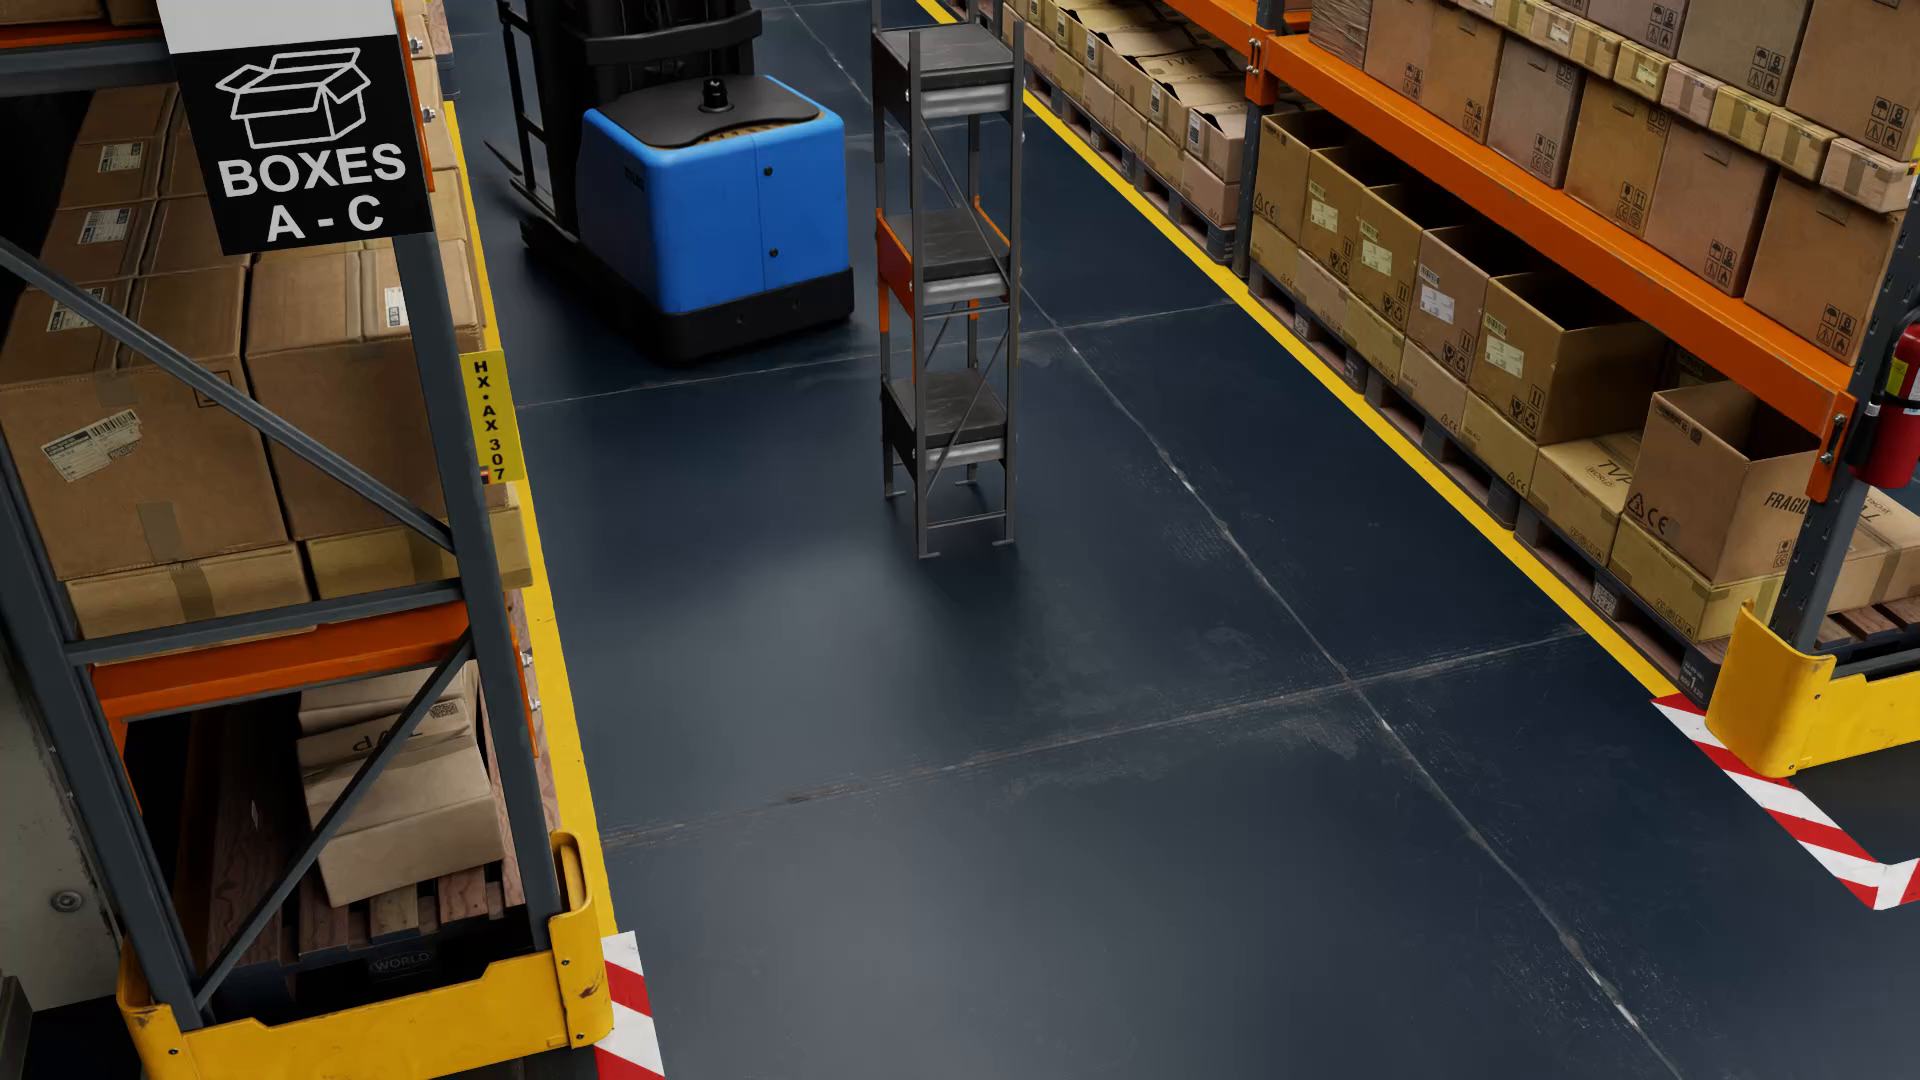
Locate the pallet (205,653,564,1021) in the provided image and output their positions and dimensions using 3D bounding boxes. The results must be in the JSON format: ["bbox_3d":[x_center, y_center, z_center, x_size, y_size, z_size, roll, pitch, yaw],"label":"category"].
[{"bbox_3d":[-1.782,0.878,5.230,1.003,0.211,1.213,-10,35,-15],"label":"pallet"}]

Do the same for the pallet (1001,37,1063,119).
[{"bbox_3d":[0.945,-3.246,11.472,1.003,0.211,1.213,-10,35,-15],"label":"pallet"}]

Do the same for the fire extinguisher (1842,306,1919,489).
[{"bbox_3d":[2.765,-0.476,4.820,0.296,0.674,0.183,-10,35,-15],"label":"fire extinguisher"}]

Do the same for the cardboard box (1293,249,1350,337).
[{"bbox_3d":[1.952,-1.219,7.987,0.500,0.250,0.500,-10,35,-15],"label":"cardboard box"}]

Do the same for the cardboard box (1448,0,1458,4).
[{"bbox_3d":[2.162,-2.351,6.908,0.380,0.149,0.250,-11,35,-16],"label":"cardboard box"}]

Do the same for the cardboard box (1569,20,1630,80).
[{"bbox_3d":[2.477,-1.809,6.088,0.380,0.149,0.250,-9,35,-13],"label":"cardboard box"}]

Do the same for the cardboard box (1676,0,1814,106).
[{"bbox_3d":[2.860,-1.782,5.458,0.700,0.500,0.500,-11,35,-16],"label":"cardboard box"}]

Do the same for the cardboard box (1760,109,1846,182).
[{"bbox_3d":[2.792,-1.267,5.267,0.380,0.149,0.250,-9,35,-14],"label":"cardboard box"}]

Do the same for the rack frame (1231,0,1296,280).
[{"bbox_3d":[1.951,-2.749,8.189,1.000,3.000,0.127,-10,35,-15],"label":"rack frame"}]

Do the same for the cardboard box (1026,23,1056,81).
[{"bbox_3d":[0.766,-3.289,11.119,0.500,0.250,0.500,-11,35,-16],"label":"cardboard box"}]

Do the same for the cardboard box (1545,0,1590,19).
[{"bbox_3d":[2.552,-2.309,6.256,0.700,0.500,0.500,-10,35,-15],"label":"cardboard box"}]

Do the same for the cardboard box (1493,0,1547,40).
[{"bbox_3d":[2.325,-2.075,6.490,0.380,0.149,0.250,-10,35,-15],"label":"cardboard box"}]

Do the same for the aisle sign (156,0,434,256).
[{"bbox_3d":[-1.237,-0.911,3.049,0.394,0.787,0.004,-10,35,-15],"label":"aisle sign"}]

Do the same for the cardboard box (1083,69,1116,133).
[{"bbox_3d":[1.086,-2.747,10.300,0.500,0.250,0.500,-9,35,-14],"label":"cardboard box"}]

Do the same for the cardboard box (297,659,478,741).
[{"bbox_3d":[-1.844,0.447,5.392,0.500,0.311,0.500,-7,34,-11],"label":"cardboard box"}]

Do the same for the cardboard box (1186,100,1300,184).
[{"bbox_3d":[1.555,-2.175,8.925,0.500,0.311,0.500,-10,35,-15],"label":"cardboard box"}]

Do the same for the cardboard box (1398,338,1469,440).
[{"bbox_3d":[2.258,-0.694,7.192,0.500,0.250,0.500,-10,35,-15],"label":"cardboard box"}]

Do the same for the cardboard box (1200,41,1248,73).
[{"bbox_3d":[1.756,-2.805,9.878,0.500,0.311,0.500,-11,35,-16],"label":"cardboard box"}]

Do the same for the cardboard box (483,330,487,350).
[{"bbox_3d":[-1.713,-0.608,5.066,0.500,0.250,0.500,-11,35,-15],"label":"cardboard box"}]

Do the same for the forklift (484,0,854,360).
[{"bbox_3d":[-1.756,-2.852,8.408,1.130,2.935,3.031,-20,38,-27],"label":"forklift"}]

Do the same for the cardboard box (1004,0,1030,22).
[{"bbox_3d":[0.611,-3.786,11.364,0.500,0.311,0.500,-9,34,-13],"label":"cardboard box"}]

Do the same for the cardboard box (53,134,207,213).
[{"bbox_3d":[-2.197,-0.820,4.709,0.500,0.500,0.500,-11,35,-16],"label":"cardboard box"}]

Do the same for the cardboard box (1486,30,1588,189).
[{"bbox_3d":[2.566,-1.750,6.586,0.700,0.500,0.500,-9,35,-13],"label":"cardboard box"}]

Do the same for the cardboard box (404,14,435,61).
[{"bbox_3d":[-2.025,-1.449,5.659,0.500,0.500,0.500,-11,35,-16],"label":"cardboard box"}]

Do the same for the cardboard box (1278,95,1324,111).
[{"bbox_3d":[2.063,-2.269,9.068,0.500,0.311,0.500,-10,35,-15],"label":"cardboard box"}]

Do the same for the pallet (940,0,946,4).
[{"bbox_3d":[0.171,-4.723,13.706,1.003,0.211,1.213,-10,35,-15],"label":"pallet"}]

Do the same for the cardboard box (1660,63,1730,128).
[{"bbox_3d":[2.640,-1.533,5.670,0.380,0.149,0.250,-10,35,-14],"label":"cardboard box"}]

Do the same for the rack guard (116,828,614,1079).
[{"bbox_3d":[-1.568,1.190,4.496,1.175,0.500,0.348,-10,35,-15],"label":"rack guard"}]

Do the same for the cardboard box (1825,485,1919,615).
[{"bbox_3d":[3.220,0.005,6.135,0.500,0.250,0.500,-10,35,-15],"label":"cardboard box"}]

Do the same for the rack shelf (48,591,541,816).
[{"bbox_3d":[-2.155,-0.563,5.534,1.077,0.370,4.000,-10,35,-15],"label":"rack shelf"}]

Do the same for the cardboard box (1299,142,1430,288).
[{"bbox_3d":[1.955,-1.532,7.781,0.500,0.500,0.500,-10,35,-15],"label":"cardboard box"}]

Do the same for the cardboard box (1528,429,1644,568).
[{"bbox_3d":[2.563,-0.169,6.398,0.500,0.250,0.500,-10,35,-15],"label":"cardboard box"}]

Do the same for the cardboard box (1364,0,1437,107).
[{"bbox_3d":[2.260,-2.283,7.393,0.700,0.500,0.500,-10,35,-15],"label":"cardboard box"}]

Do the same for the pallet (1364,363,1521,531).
[{"bbox_3d":[2.530,-0.519,7.344,1.003,0.211,1.213,-10,35,-15],"label":"pallet"}]

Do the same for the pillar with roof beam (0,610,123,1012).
[{"bbox_3d":[1.518,-3.262,3.525,9.100,9.000,0.400,-10,35,-15],"label":"pillar with roof beam"}]

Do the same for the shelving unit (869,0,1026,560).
[{"bbox_3d":[-0.050,-0.963,6.303,0.431,2.100,0.503,-10,35,-15],"label":"shelving unit"}]

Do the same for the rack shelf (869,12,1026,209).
[{"bbox_3d":[-0.050,-1.536,5.924,0.431,0.518,0.480,-10,35,-15],"label":"rack shelf"}]

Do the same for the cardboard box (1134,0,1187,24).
[{"bbox_3d":[1.442,-3.340,10.688,0.500,0.311,0.500,-10,35,-15],"label":"cardboard box"}]

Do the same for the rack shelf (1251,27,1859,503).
[{"bbox_3d":[2.561,-1.398,6.798,1.077,0.370,4.000,-10,35,-15],"label":"rack shelf"}]

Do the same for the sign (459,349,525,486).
[{"bbox_3d":[-1.028,-0.266,3.646,0.100,0.325,0.005,-10,35,-15],"label":"sign"}]

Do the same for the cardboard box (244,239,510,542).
[{"bbox_3d":[-1.404,-0.373,4.032,0.500,0.500,0.500,-10,35,-15],"label":"cardboard box"}]

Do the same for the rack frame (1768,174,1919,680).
[{"bbox_3d":[3.172,-0.648,5.010,1.000,3.000,0.127,-10,35,-15],"label":"rack frame"}]

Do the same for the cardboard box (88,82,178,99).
[{"bbox_3d":[-2.520,-1.356,5.518,0.500,0.500,0.500,-9,35,-13],"label":"cardboard box"}]

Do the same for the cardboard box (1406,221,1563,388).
[{"bbox_3d":[2.254,-1.006,6.985,0.500,0.500,0.500,-10,35,-15],"label":"cardboard box"}]

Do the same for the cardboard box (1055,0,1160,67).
[{"bbox_3d":[0.933,-3.244,10.543,0.500,0.311,0.500,-11,35,-16],"label":"cardboard box"}]

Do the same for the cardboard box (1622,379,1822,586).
[{"bbox_3d":[2.725,-0.221,5.796,0.500,0.500,0.500,-10,35,-15],"label":"cardboard box"}]

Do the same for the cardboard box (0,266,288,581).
[{"bbox_3d":[-1.891,-0.284,3.896,0.500,0.500,0.500,-10,35,-15],"label":"cardboard box"}]

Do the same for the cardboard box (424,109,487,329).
[{"bbox_3d":[-1.697,-0.907,4.839,0.500,0.500,0.500,-11,35,-16],"label":"cardboard box"}]

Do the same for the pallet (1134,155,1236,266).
[{"bbox_3d":[1.690,-1.965,9.533,1.003,0.211,1.213,-10,35,-15],"label":"pallet"}]

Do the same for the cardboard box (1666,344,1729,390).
[{"bbox_3d":[3.065,-0.571,6.326,0.500,0.500,0.500,-10,35,-15],"label":"cardboard box"}]

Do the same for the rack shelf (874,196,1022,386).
[{"bbox_3d":[-0.050,-0.952,6.310,0.431,0.518,0.480,-10,35,-15],"label":"rack shelf"}]

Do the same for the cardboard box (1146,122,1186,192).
[{"bbox_3d":[1.396,-2.211,9.489,0.500,0.250,0.500,-11,35,-15],"label":"cardboard box"}]

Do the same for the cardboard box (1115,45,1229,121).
[{"bbox_3d":[1.240,-2.709,9.734,0.500,0.311,0.500,-10,35,-15],"label":"cardboard box"}]

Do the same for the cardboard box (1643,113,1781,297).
[{"bbox_3d":[2.877,-1.212,5.773,0.700,0.500,0.500,-9,35,-13],"label":"cardboard box"}]

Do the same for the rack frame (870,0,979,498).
[{"bbox_3d":[-0.125,-1.091,6.497,0.400,2.100,0.015,-10,35,-15],"label":"rack frame"}]

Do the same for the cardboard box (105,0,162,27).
[{"bbox_3d":[-1.409,-1.333,3.216,0.500,0.500,0.500,-9,35,-13],"label":"cardboard box"}]

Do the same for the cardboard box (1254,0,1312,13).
[{"bbox_3d":[1.760,-2.937,8.610,0.500,0.250,0.500,-8,34,-12],"label":"cardboard box"}]
